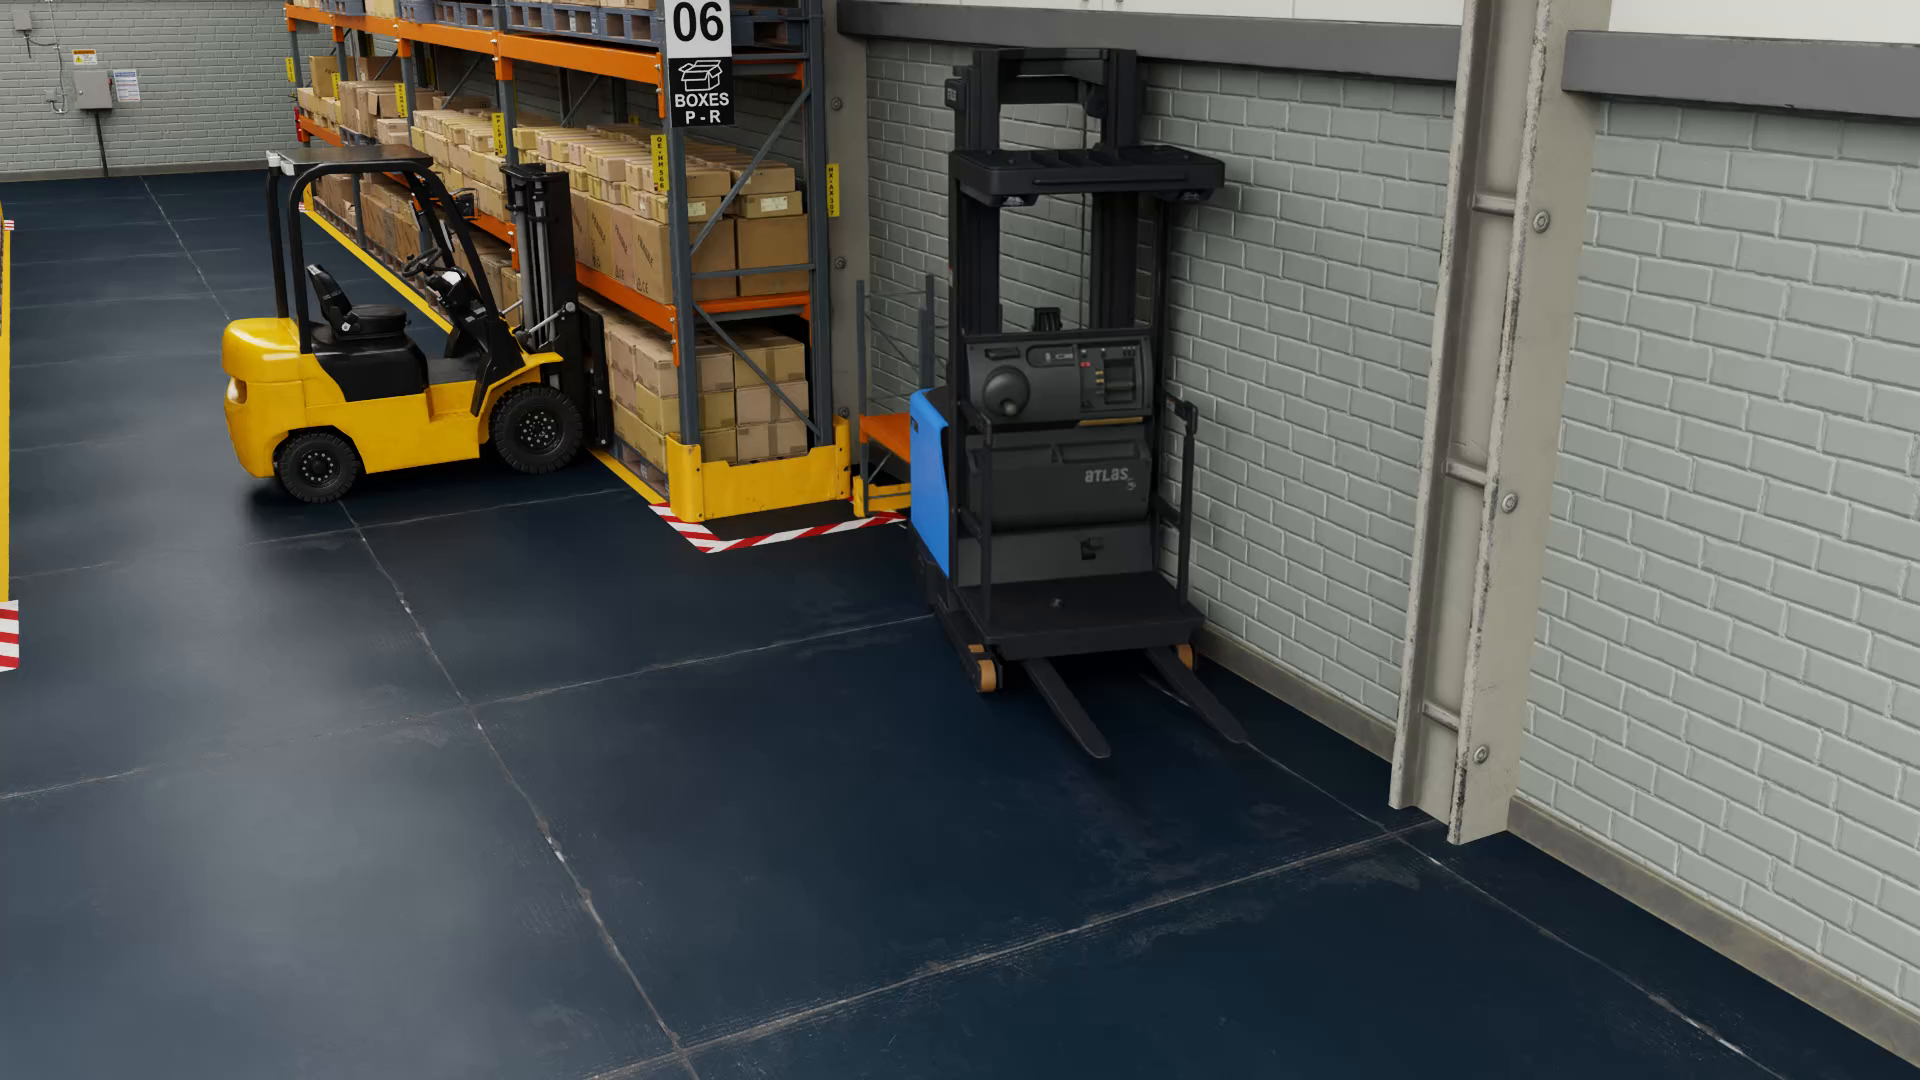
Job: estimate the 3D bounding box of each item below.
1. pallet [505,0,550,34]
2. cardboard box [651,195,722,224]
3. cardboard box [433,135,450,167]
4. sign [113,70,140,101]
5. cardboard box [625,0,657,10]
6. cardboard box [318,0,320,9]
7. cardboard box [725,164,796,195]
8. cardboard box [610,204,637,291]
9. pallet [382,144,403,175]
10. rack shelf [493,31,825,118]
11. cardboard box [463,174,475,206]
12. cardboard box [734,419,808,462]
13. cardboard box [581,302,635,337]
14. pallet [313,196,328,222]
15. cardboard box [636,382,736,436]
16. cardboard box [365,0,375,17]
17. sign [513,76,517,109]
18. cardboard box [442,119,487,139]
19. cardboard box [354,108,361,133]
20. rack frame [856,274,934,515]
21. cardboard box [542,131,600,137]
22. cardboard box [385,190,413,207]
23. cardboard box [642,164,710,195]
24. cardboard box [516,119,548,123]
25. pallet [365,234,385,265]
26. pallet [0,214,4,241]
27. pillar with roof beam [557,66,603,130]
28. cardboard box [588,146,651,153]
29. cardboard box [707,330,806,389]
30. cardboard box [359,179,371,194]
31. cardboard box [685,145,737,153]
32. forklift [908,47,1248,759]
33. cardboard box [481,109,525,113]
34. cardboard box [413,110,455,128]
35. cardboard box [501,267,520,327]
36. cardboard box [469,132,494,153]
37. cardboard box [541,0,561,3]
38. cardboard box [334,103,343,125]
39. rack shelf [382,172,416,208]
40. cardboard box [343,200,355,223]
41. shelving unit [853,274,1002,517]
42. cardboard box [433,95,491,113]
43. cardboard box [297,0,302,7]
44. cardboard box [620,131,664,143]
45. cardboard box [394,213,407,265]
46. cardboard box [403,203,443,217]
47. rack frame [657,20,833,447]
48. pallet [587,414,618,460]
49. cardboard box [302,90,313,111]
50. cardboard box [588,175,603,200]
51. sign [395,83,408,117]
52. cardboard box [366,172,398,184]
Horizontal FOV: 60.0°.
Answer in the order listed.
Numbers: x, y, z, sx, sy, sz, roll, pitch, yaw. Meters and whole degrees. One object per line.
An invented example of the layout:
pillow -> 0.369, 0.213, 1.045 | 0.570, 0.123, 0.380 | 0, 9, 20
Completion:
pallet -> -2.770, -3.950, 12.518 | 1.003, 0.211, 1.213 | -10, 21, -27
cardboard box -> -1.710, -2.077, 10.403 | 0.380, 0.149, 0.250 | -10, 21, -26
cardboard box -> -4.632, -3.666, 15.622 | 0.500, 0.250, 0.500 | -11, 22, -28
sign -> -13.707, -7.479, 27.354 | 0.329, 0.494, 0.001 | -10, 21, -27
cardboard box -> -1.723, -3.467, 10.031 | 0.500, 0.500, 0.500 | -9, 21, -25
cardboard box -> -7.774, -6.689, 20.703 | 0.380, 0.149, 0.250 | -10, 21, -27
cardboard box -> -1.270, -2.291, 10.568 | 0.380, 0.149, 0.250 | -10, 22, -28
cardboard box -> -2.001, -1.965, 11.074 | 0.500, 0.500, 0.500 | -9, 21, -25
pallet -> -5.481, -4.056, 17.582 | 1.213, 0.211, 1.003 | -10, 21, -27
rack shelf -> -2.248, -3.319, 11.655 | 1.077, 0.370, 4.000 | -10, 21, -27
cardboard box -> -4.120, -3.139, 14.859 | 0.500, 0.250, 0.500 | -10, 21, -26
cardboard box -> -1.360, -0.737, 11.239 | 0.500, 0.250, 0.500 | -10, 21, -26
cardboard box -> -2.522, -1.558, 12.085 | 0.500, 0.250, 0.500 | -10, 22, -28
pallet -> -8.481, -4.691, 23.403 | 1.003, 0.211, 1.213 | -10, 21, -27
cardboard box -> -1.805, -0.893, 10.926 | 0.500, 0.250, 0.500 | -10, 22, -27
cardboard box -> -6.032, -5.708, 17.706 | 0.500, 0.250, 0.500 | -10, 21, -27
sign -> -4.610, -4.597, 17.081 | 0.100, 0.325, 0.005 | -10, 21, -27
cardboard box -> -4.583, -3.811, 15.430 | 0.380, 0.149, 0.250 | -9, 21, -26
cardboard box -> -6.675, -4.788, 18.971 | 0.396, 0.266, 0.258 | -9, 21, -24
rack frame -> -0.397, -0.903, 10.448 | 0.500, 1.500, 0.032 | -8, 21, -22
cardboard box -> -2.975, -3.039, 12.737 | 0.380, 0.149, 0.250 | -10, 22, -28
cardboard box -> -6.385, -3.926, 19.103 | 0.380, 0.149, 0.250 | -9, 21, -25
cardboard box -> -1.798, -2.297, 10.587 | 0.380, 0.149, 0.250 | -10, 21, -27
cardboard box -> -4.019, -3.817, 15.448 | 0.380, 0.149, 0.250 | -9, 21, -25
pallet -> -6.577, -3.566, 20.141 | 1.003, 0.211, 1.213 | -10, 21, -27
pallet -> -12.814, -3.954, 21.267 | 1.003, 0.211, 1.213 | -10, 21, -27
pillar with roof beam -> -7.474, -5.898, 13.427 | 9.100, 9.000, 0.400 | -10, 21, -27
cardboard box -> -2.388, -2.671, 11.669 | 0.380, 0.149, 0.250 | -10, 21, -26
cardboard box -> -1.360, -1.205, 11.065 | 0.500, 0.250, 0.500 | -10, 22, -27
cardboard box -> -7.061, -4.291, 20.162 | 0.380, 0.149, 0.250 | -9, 21, -24
cardboard box -> -1.792, -2.680, 11.697 | 0.380, 0.149, 0.250 | -11, 22, -28
forklift -> 0.541, -0.784, 7.909 | 1.130, 2.935, 3.031 | -4, 20, -13
cardboard box -> -4.542, -4.197, 16.549 | 0.380, 0.149, 0.250 | -9, 21, -25
cardboard box -> -5.205, -4.180, 16.499 | 0.380, 0.149, 0.250 | -9, 21, -25
cardboard box -> -3.456, -2.039, 14.438 | 0.875, 0.625, 0.625 | -9, 21, -24
cardboard box -> -4.005, -3.437, 14.346 | 0.380, 0.149, 0.250 | -11, 22, -28
cardboard box -> -2.760, -3.942, 11.767 | 0.396, 0.266, 0.258 | -11, 22, -28
cardboard box -> -7.453, -5.290, 20.636 | 0.500, 0.250, 0.500 | -9, 21, -25
rack shelf -> -6.047, -4.197, 18.800 | 1.077, 0.370, 4.000 | -10, 21, -27
cardboard box -> -7.689, -4.234, 21.352 | 0.396, 0.266, 0.258 | -9, 21, -25
shelving unit -> -0.202, -0.753, 10.014 | 0.587, 1.500, 1.083 | -8, 21, -22
cardboard box -> -5.204, -4.381, 17.432 | 0.500, 0.500, 0.500 | -9, 21, -24
cardboard box -> -8.537, -7.122, 21.960 | 0.380, 0.149, 0.250 | -10, 21, -27
cardboard box -> -2.386, -3.050, 12.768 | 0.380, 0.149, 0.250 | -10, 22, -28
cardboard box -> -5.967, -3.363, 18.468 | 0.500, 0.500, 0.500 | -9, 21, -24
cardboard box -> -5.798, -3.545, 18.001 | 0.380, 0.149, 0.250 | -11, 22, -28
rack frame -> -1.298, -1.667, 10.363 | 1.000, 3.000, 0.127 | -10, 21, -27
pallet -> -2.274, -0.911, 12.449 | 1.003, 0.211, 1.213 | -10, 21, -27
cardboard box -> -8.678, -6.013, 22.732 | 0.500, 0.250, 0.500 | -10, 21, -26
cardboard box -> -2.340, -2.441, 11.460 | 0.380, 0.149, 0.250 | -10, 21, -26
sign -> -5.570, -4.386, 16.591 | 0.100, 0.325, 0.005 | -10, 21, -27
cardboard box -> -6.895, -4.364, 19.918 | 0.380, 0.149, 0.250 | -11, 22, -29
